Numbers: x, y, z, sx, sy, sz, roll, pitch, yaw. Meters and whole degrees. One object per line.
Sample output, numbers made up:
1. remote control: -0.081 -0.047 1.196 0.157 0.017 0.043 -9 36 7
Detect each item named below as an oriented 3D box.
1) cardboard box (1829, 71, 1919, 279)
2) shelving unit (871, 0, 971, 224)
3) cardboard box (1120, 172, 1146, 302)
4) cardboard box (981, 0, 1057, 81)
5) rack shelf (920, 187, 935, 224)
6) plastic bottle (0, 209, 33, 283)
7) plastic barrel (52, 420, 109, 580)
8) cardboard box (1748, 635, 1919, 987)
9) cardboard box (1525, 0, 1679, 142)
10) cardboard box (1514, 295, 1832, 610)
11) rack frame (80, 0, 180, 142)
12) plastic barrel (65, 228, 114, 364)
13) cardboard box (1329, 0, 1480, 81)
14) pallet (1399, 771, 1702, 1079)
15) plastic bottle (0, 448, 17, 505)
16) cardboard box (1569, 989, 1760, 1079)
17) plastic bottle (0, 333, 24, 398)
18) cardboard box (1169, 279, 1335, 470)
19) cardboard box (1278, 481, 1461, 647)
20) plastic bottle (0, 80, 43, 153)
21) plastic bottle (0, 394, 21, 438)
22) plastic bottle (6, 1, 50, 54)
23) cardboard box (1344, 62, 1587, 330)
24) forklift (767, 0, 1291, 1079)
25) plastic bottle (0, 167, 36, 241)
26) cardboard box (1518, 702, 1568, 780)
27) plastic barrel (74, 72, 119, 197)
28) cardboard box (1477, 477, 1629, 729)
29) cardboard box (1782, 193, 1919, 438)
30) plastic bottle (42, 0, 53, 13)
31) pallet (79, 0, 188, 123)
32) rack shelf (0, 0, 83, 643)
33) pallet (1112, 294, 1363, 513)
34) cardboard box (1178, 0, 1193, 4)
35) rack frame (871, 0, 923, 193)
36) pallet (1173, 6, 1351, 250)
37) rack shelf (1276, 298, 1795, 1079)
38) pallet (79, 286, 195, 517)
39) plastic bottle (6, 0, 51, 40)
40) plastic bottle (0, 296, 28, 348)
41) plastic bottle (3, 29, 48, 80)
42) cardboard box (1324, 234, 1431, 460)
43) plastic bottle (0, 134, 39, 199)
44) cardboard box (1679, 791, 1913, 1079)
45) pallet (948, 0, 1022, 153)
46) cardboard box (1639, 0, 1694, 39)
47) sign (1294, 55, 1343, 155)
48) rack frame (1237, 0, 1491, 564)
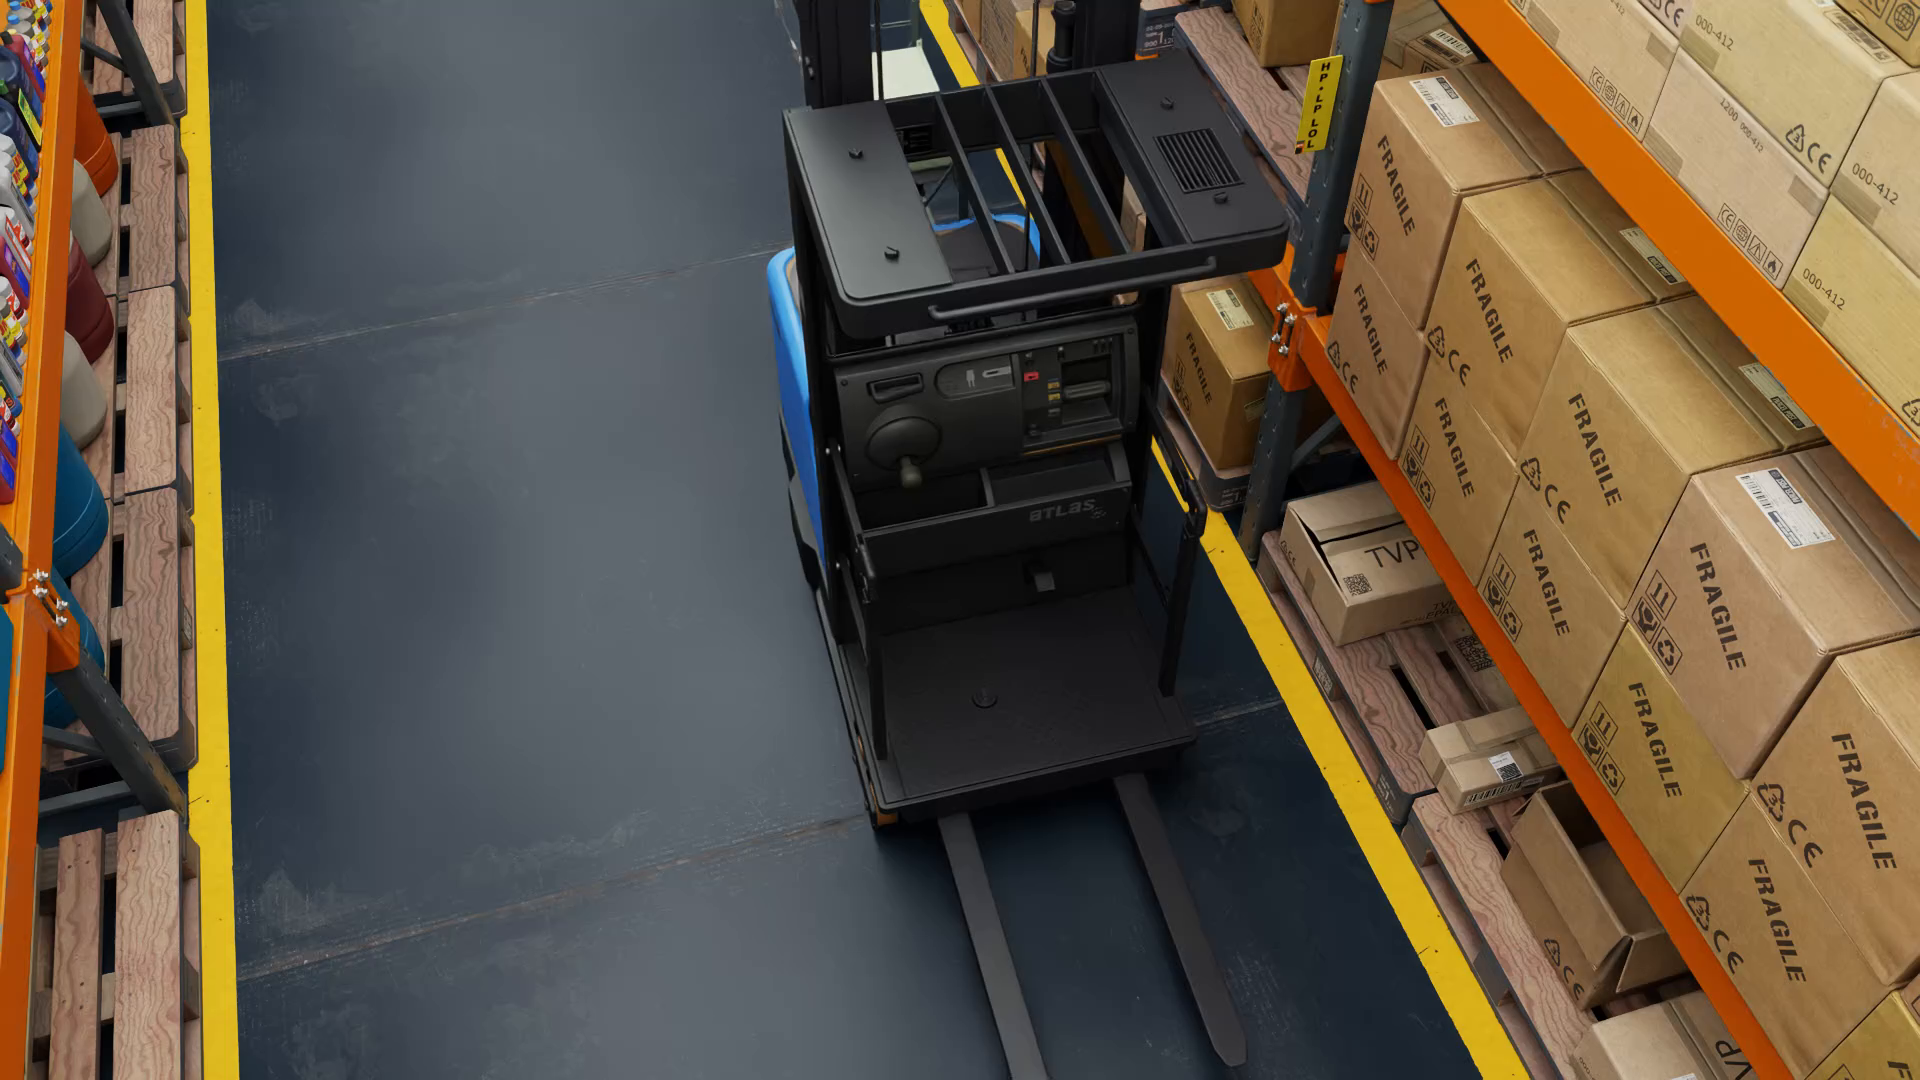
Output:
1. cardboard box: 1.925 -0.604 2.896 0.500 0.250 0.500 -13 51 -11
2. shelving unit: -0.259 -1.271 6.630 0.431 1.500 0.755 -11 51 -9
3. cardboard box: 0.879 -1.394 7.101 0.500 0.500 0.500 -13 51 -11
4. cardboard box: 0.423 -2.513 8.043 0.500 0.500 0.500 -15 51 -12
5. rack shelf: -0.259 -1.061 6.880 0.431 0.370 0.720 -11 51 -9
6. plastic bottle: -3.195 -0.977 5.482 0.152 0.276 0.135 -13 51 -11
7. plastic barrel: -3.503 -0.294 5.923 0.600 0.901 0.708 -13 51 -11
8. cardboard box: 2.065 0.524 3.416 0.500 0.500 0.500 -12 51 -10
9. cardboard box: 1.636 -1.175 3.704 0.500 0.250 0.500 -13 51 -11
10. cardboard box: 1.759 -0.228 4.051 0.500 0.500 0.500 -15 51 -12
11. rack frame: -4.331 -2.838 6.970 1.000 3.000 0.127 -13 51 -11
12. plastic barrel: -3.837 -1.018 6.738 0.600 0.588 0.708 -13 51 -11
13. cardboard box: 1.658 -1.598 5.585 0.700 0.500 0.500 -30 56 -23
14. pallet: 2.151 1.260 5.340 1.003 0.211 1.213 -13 51 -11
15. plastic bottle: -2.849 -0.243 4.859 0.061 0.283 0.133 -13 51 -11
16. cardboard box: 2.119 1.590 4.748 0.500 0.250 0.500 -13 51 -11
17. plastic bottle: -3.030 -0.568 5.138 0.152 0.276 0.135 -13 51 -11
18. cardboard box: 1.165 -0.665 6.486 0.500 0.500 0.500 -14 51 -11
19. cardboard box: 1.502 0.047 6.009 0.500 0.311 0.500 -13 51 -11
20. plastic bottle: -3.372 -1.534 5.947 0.061 0.283 0.133 -13 51 -11
21. plastic bottle: -2.941 -0.394 5.040 0.097 0.201 0.097 0 50 0
22. plastic bottle: -3.575 -1.962 6.362 0.097 0.201 0.097 0 50 0
23. cardboard box: 1.455 -0.980 4.685 0.500 0.500 0.500 -12 51 -10
24. forklift: 0.149 -0.303 4.878 1.130 2.935 3.031 -11 51 -9
25. plastic bottle: -3.264 -1.146 5.625 0.152 0.276 0.135 -13 51 -11
26. cardboard box: 2.246 0.591 5.550 0.500 0.311 0.500 -13 51 -11
27. plastic barrel: -4.171 -1.920 7.341 0.600 0.830 0.708 -13 51 -11
28. cardboard box: 1.775 0.107 4.422 0.500 0.500 0.500 -14 51 -11
29. cardboard box: 1.933 -0.445 3.089 0.500 0.250 0.500 -13 51 -11
30. plastic bottle: -3.662 -2.198 6.515 0.097 0.271 0.097 0 50 0
31. pallet: -4.524 -2.514 8.521 1.003 0.211 1.213 -13 51 -11
32. rack shelf: -3.740 -1.145 6.014 1.077 0.370 4.000 -13 51 -11
33. pallet: 1.308 -0.720 7.009 1.003 0.211 1.213 -13 51 -11
34. cardboard box: 1.003 -2.477 6.326 0.700 0.500 0.500 -25 54 -20
35. rack frame: -0.351 -1.542 6.859 0.400 1.500 0.023 -11 51 -9
36. pallet: 1.452 -1.580 6.035 1.003 0.211 1.213 -13 51 -11
37. rack shelf: 2.176 0.659 4.493 1.077 0.370 4.000 -13 51 -11
38. pallet: -3.701 -0.483 6.809 1.003 0.211 1.213 -13 51 -11
39. plastic bottle: -3.604 -2.056 6.395 0.097 0.271 0.097 0 50 0
40. plastic bottle: -3.067 -0.706 5.303 0.097 0.201 0.097 0 50 0
41. plastic bottle: -3.518 -1.820 6.242 0.097 0.201 0.097 0 50 0
42. cardboard box: 1.475 -0.632 5.045 0.500 0.500 0.500 -12 51 -10
43. plastic bottle: -3.301 -1.307 5.763 0.097 0.271 0.097 0 50 0
44. cardboard box: 2.076 0.846 3.799 0.500 0.500 0.500 -13 51 -11
45. pallet: 0.586 -2.502 8.511 1.003 0.211 1.213 -13 51 -11
46. cardboard box: 1.640 -1.337 3.514 0.500 0.250 0.500 -13 51 -11
47. sign: 1.055 -1.279 4.898 0.100 0.325 0.005 -13 51 -11
48. rack frame: 1.584 -1.033 5.449 1.000 3.000 0.127 -13 51 -11
